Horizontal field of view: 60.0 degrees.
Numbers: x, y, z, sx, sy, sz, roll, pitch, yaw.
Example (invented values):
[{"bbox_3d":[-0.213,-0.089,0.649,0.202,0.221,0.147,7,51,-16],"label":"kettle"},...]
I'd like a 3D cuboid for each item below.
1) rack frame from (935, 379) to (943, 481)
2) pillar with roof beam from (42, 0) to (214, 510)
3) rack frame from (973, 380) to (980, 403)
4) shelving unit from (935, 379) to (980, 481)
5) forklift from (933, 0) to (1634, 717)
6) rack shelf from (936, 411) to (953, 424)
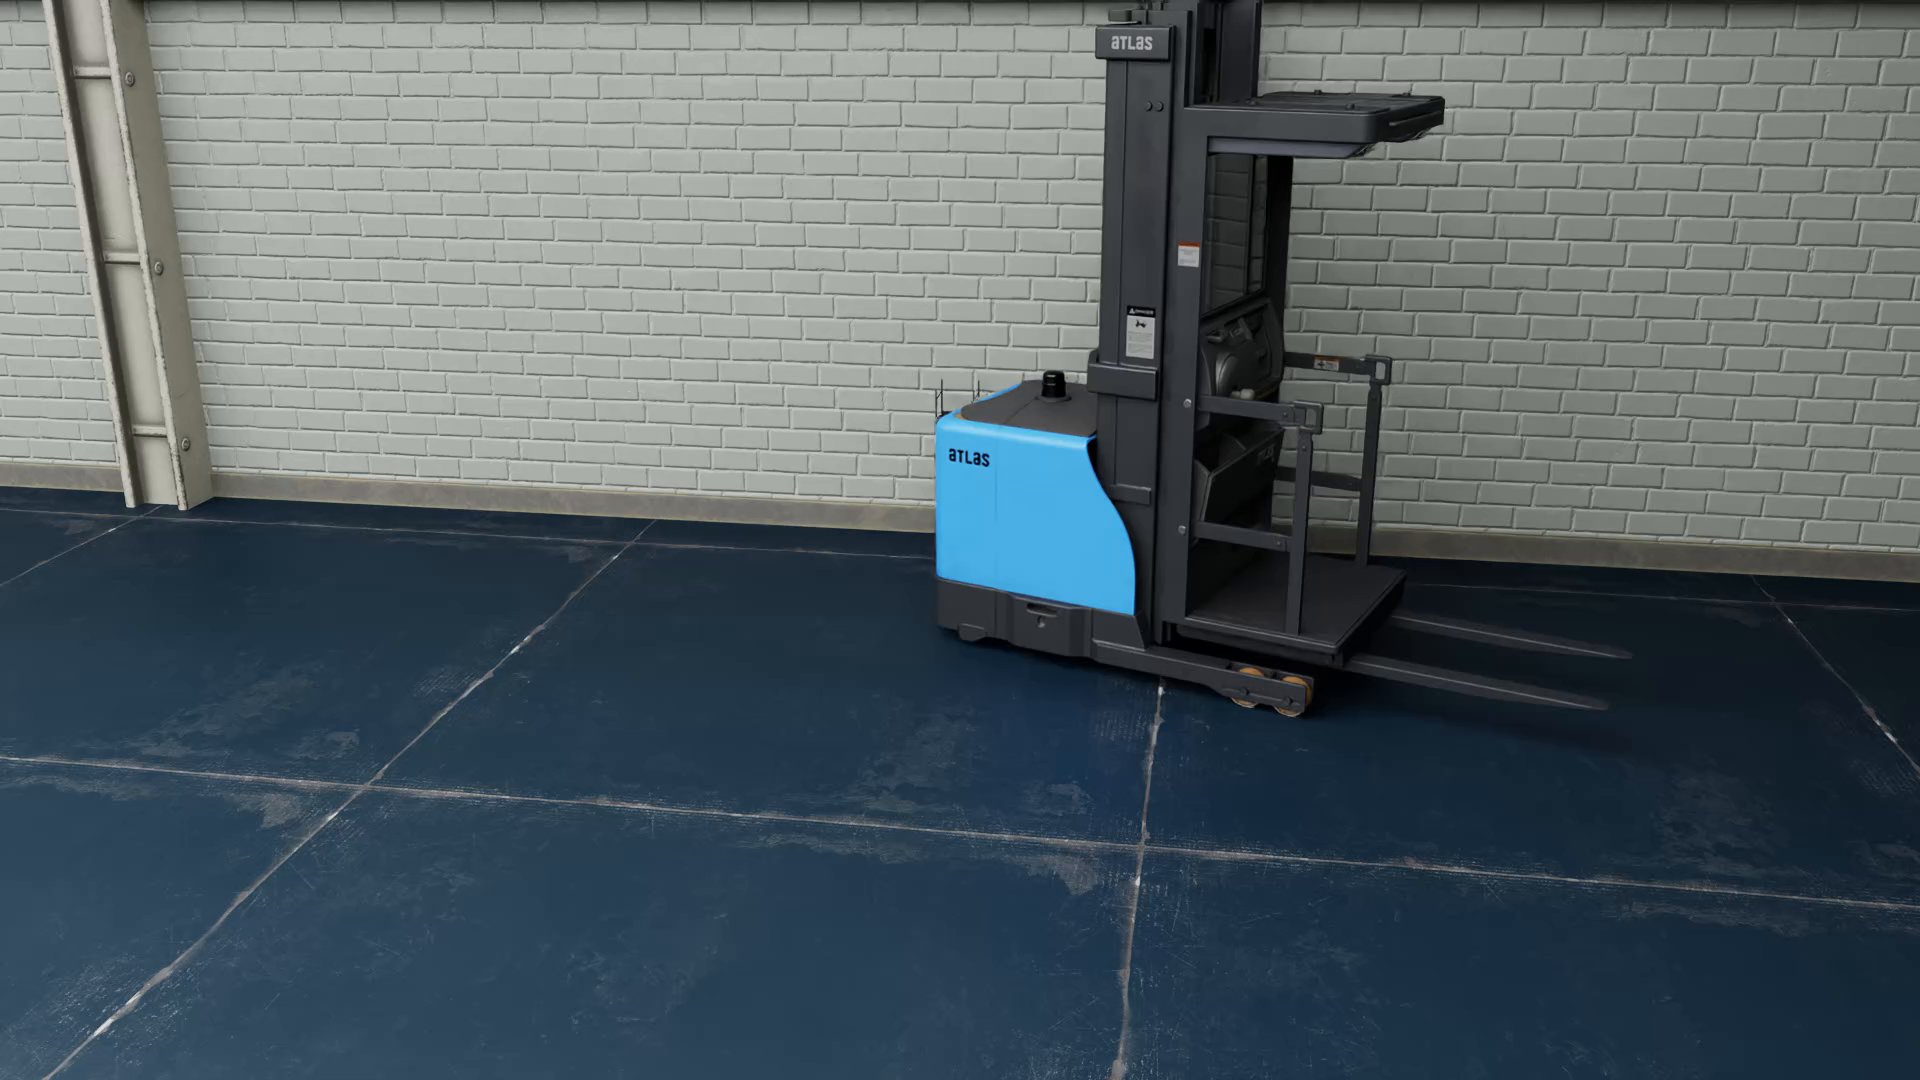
[{"bbox_3d":[-0.114,-0.416,9.128,0.006,0.900,0.240,3,19,7],"label":"rack frame"},{"bbox_3d":[-5.425,-3.154,4.547,0.400,9.000,9.100,3,19,9],"label":"pillar with roof beam"},{"bbox_3d":[0.088,-0.407,9.101,0.006,0.900,0.240,3,19,7],"label":"rack frame"},{"bbox_3d":[-0.013,-0.412,9.115,0.210,0.900,0.258,3,19,7],"label":"shelving unit"},{"bbox_3d":[1.411,-0.833,7.173,3.031,2.935,1.130,10,21,28],"label":"forklift"},{"bbox_3d":[-0.013,-0.636,9.039,0.200,0.077,0.258,3,19,7],"label":"rack shelf"}]
